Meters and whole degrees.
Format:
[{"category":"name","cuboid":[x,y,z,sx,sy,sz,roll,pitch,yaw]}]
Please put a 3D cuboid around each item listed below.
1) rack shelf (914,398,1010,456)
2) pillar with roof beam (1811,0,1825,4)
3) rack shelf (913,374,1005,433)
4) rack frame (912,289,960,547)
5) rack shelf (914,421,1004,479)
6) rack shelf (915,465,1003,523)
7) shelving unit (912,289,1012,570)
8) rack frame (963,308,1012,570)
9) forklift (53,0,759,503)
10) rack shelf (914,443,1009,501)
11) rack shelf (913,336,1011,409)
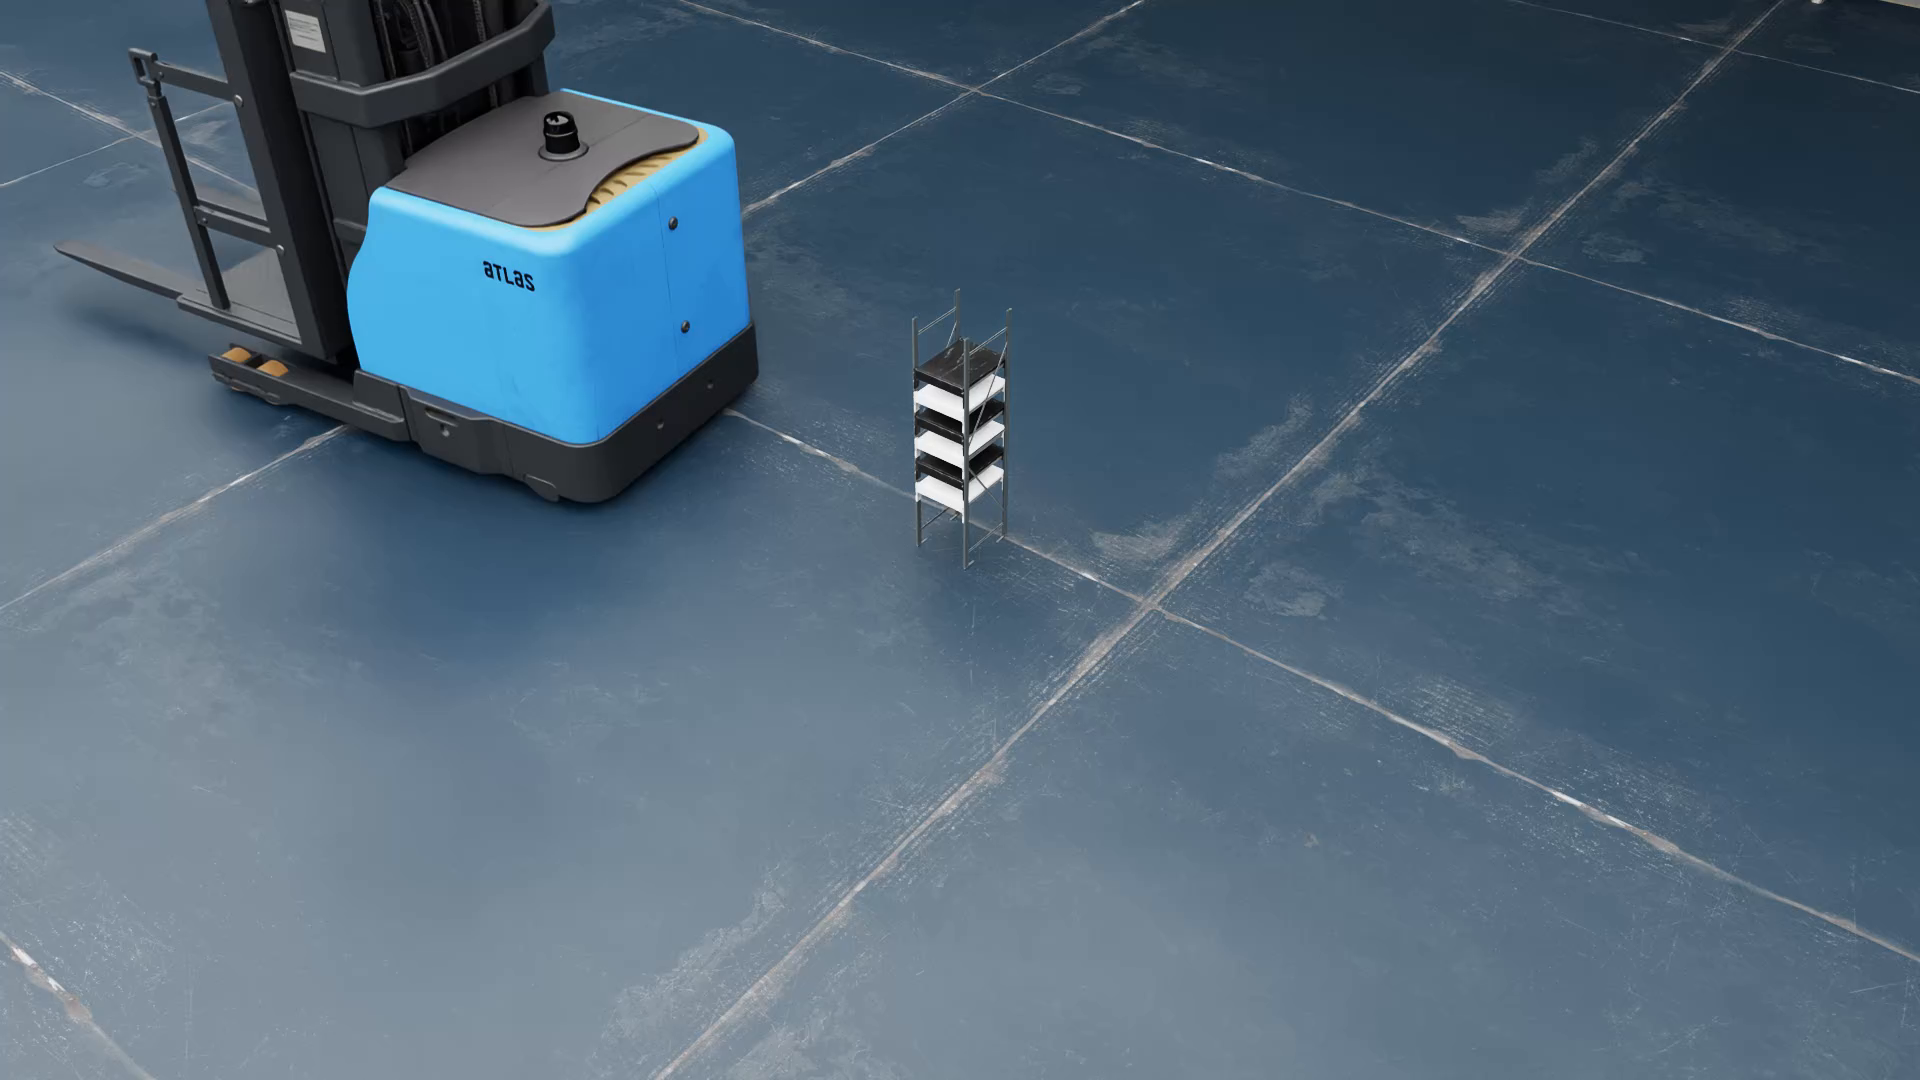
[{"category":"rack shelf","cuboid":[0.006,-0.396,5.434,0.200,0.077,0.258,25,45,29]},{"category":"pillar with roof beam","cuboid":[2.383,-4.737,4.500,0.400,9.000,9.100,25,45,29]},{"category":"rack shelf","cuboid":[0.006,-0.467,5.378,0.200,0.077,0.258,25,45,29]},{"category":"rack frame","cuboid":[-0.074,-0.389,5.517,0.006,0.900,0.240,25,45,29]},{"category":"rack shelf","cuboid":[0.006,-0.325,5.489,0.200,0.077,0.258,25,45,29]},{"category":"rack shelf","cuboid":[0.006,-0.183,5.600,0.200,0.077,0.258,25,45,29]},{"category":"shelving unit","cuboid":[0.006,-0.351,5.469,0.210,0.900,0.258,25,45,29]},{"category":"rack frame","cuboid":[0.087,-0.313,5.420,0.006,0.900,0.240,25,45,29]},{"category":"forklift","cuboid":[-2.320,-1.940,5.850,3.031,2.935,1.130,19,42,23]},{"category":"rack shelf","cuboid":[0.006,-0.254,5.545,0.200,0.077,0.258,25,45,29]},{"category":"rack shelf","cuboid":[0.006,-0.538,5.323,0.200,0.077,0.258,25,45,29]}]
